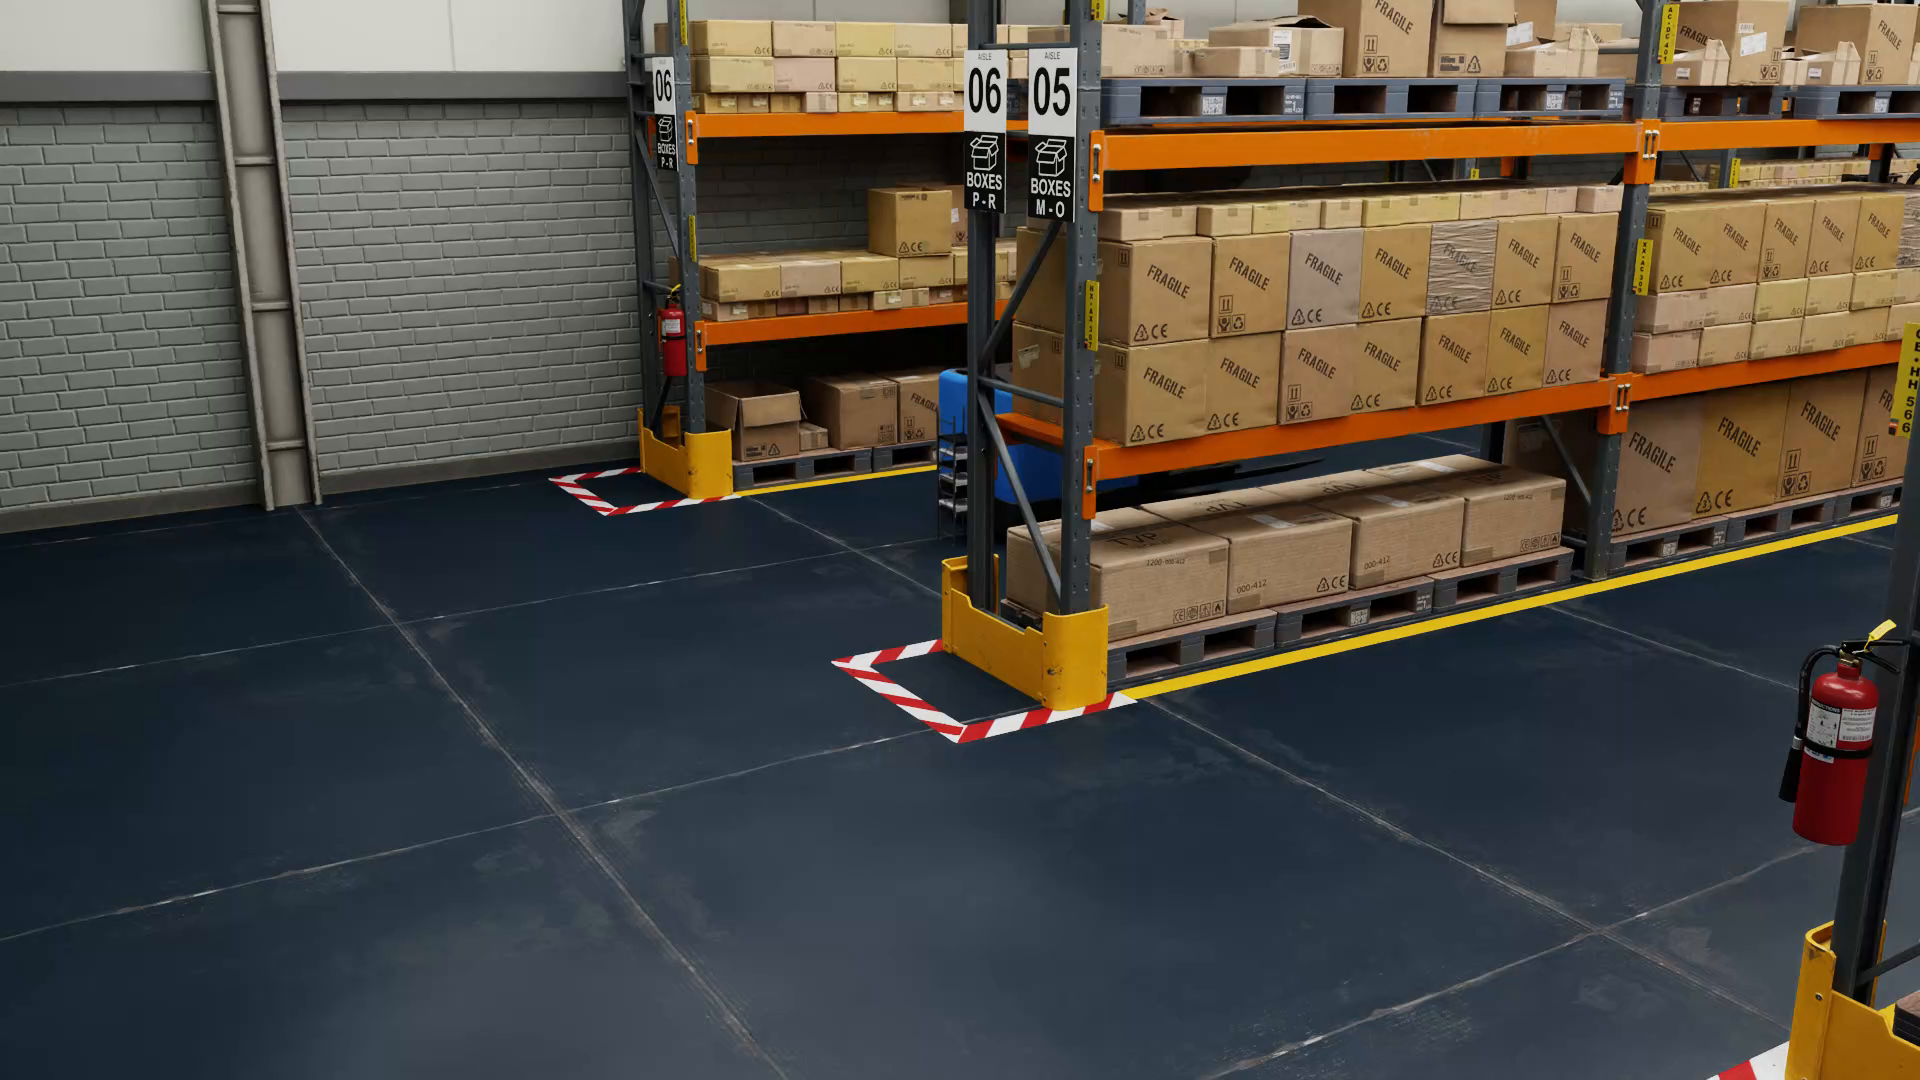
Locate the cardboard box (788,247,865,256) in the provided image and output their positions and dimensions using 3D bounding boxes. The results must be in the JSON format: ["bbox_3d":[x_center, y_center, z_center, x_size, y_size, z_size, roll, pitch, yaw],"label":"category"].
[{"bbox_3d":[-1.087,-2.224,13.512,0.500,0.250,0.500,-9,18,-28],"label":"cardboard box"}]

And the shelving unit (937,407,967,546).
[{"bbox_3d":[-0.007,-0.432,11.284,0.210,0.900,0.258,-9,18,-30],"label":"shelving unit"}]

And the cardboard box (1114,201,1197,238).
[{"bbox_3d":[0.980,-1.621,8.394,0.250,0.149,0.380,-9,18,-28],"label":"cardboard box"}]

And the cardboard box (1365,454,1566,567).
[{"bbox_3d":[3.181,-0.202,10.544,0.875,0.438,0.875,-10,18,-31],"label":"cardboard box"}]

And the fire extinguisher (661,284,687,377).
[{"bbox_3d":[-2.102,-1.544,12.195,0.183,0.674,0.296,-9,18,-30],"label":"fire extinguisher"}]

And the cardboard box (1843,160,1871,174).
[{"bbox_3d":[10.479,-4.354,19.447,0.250,0.149,0.380,-9,18,-28],"label":"cardboard box"}]

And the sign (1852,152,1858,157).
[{"bbox_3d":[11.220,-4.697,20.857,0.005,0.325,0.100,-9,18,-30],"label":"sign"}]

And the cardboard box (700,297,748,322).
[{"bbox_3d":[-1.791,-1.750,12.559,0.250,0.149,0.380,-9,18,-30],"label":"cardboard box"}]

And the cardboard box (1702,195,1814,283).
[{"bbox_3d":[5.152,-1.967,10.832,0.500,0.500,0.500,-10,18,-31],"label":"cardboard box"}]

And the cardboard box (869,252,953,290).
[{"bbox_3d":[-0.394,-2.177,13.347,0.500,0.250,0.500,-10,18,-31],"label":"cardboard box"}]

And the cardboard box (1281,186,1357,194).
[{"bbox_3d":[2.055,-1.947,9.559,0.250,0.149,0.380,-9,18,-30],"label":"cardboard box"}]

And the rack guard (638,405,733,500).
[{"bbox_3d":[-2.149,-0.695,12.964,0.348,0.500,1.175,-9,18,-30],"label":"rack guard"}]

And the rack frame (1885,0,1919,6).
[{"bbox_3d":[11.501,-7.001,19.713,0.127,3.000,1.000,-9,18,-30],"label":"rack frame"}]

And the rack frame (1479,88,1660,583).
[{"bbox_3d":[3.774,-1.296,10.477,0.127,3.000,1.000,-9,18,-30],"label":"rack frame"}]

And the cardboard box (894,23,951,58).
[{"bbox_3d":[-0.404,-3.860,12.868,0.500,0.250,0.500,-9,18,-28],"label":"cardboard box"}]

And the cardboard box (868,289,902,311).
[{"bbox_3d":[-0.661,-1.917,13.157,0.250,0.149,0.380,-10,18,-31],"label":"cardboard box"}]

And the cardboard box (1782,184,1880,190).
[{"bbox_3d":[6.234,-2.299,12.016,0.500,0.500,0.500,-9,18,-29],"label":"cardboard box"}]

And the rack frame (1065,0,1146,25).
[{"bbox_3d":[1.215,-5.333,13.763,0.127,3.000,1.000,-9,18,-30],"label":"rack frame"}]

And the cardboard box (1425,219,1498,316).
[{"bbox_3d":[2.641,-1.555,9.362,0.500,0.500,0.500,-9,18,-29],"label":"cardboard box"}]

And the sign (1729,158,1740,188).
[{"bbox_3d":[8.360,-3.952,17.951,0.005,0.325,0.100,-9,18,-30],"label":"sign"}]

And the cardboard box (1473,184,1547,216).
[{"bbox_3d":[3.173,-1.978,9.669,0.250,0.149,0.380,-9,18,-30],"label":"cardboard box"}]

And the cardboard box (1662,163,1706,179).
[{"bbox_3d":[8.190,-4.174,18.806,0.250,0.149,0.380,-9,18,-30],"label":"cardboard box"}]

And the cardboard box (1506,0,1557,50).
[{"bbox_3d":[3.162,-3.006,9.870,0.500,0.500,0.500,-9,18,-29],"label":"cardboard box"}]

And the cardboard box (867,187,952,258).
[{"bbox_3d":[-0.401,-2.530,13.214,0.500,0.500,0.500,-9,18,-28],"label":"cardboard box"}]

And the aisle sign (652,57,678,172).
[{"bbox_3d":[-2.121,-3.063,11.962,0.004,0.787,0.394,-9,18,-30],"label":"aisle sign"}]

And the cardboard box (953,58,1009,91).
[{"bbox_3d":[0.045,-3.691,13.191,0.500,0.250,0.500,-9,18,-29],"label":"cardboard box"}]

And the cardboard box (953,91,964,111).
[{"bbox_3d":[-0.058,-3.481,13.178,0.250,0.149,0.380,-9,18,-29],"label":"cardboard box"}]

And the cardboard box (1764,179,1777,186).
[{"bbox_3d":[8.911,-3.979,18.661,0.250,0.149,0.380,-9,18,-30],"label":"cardboard box"}]

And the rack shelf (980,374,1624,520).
[{"bbox_3d":[2.060,-0.672,9.583,4.000,0.370,1.077,-9,18,-30],"label":"rack shelf"}]

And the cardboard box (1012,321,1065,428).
[{"bbox_3d":[0.622,-0.917,8.938,0.500,0.500,0.500,-9,18,-29],"label":"cardboard box"}]

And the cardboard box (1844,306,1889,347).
[{"bbox_3d":[6.033,-1.509,11.513,0.500,0.250,0.500,-9,18,-30],"label":"cardboard box"}]

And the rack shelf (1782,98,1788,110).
[{"bbox_3d":[9.786,-4.932,19.224,4.000,0.370,1.077,-9,18,-30],"label":"rack shelf"}]

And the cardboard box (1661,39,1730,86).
[{"bbox_3d":[4.383,-2.867,9.993,0.258,0.266,0.396,-9,18,-30],"label":"cardboard box"}]

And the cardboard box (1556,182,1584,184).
[{"bbox_3d":[6.540,-3.753,17.853,0.250,0.149,0.380,-9,18,-30],"label":"cardboard box"}]

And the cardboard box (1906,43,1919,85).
[{"bbox_3d":[6.202,-3.162,11.046,0.258,0.266,0.396,-10,18,-31],"label":"cardboard box"}]

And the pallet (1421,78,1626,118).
[{"bbox_3d":[3.067,-2.587,9.687,1.213,0.211,1.003,-9,18,-30],"label":"pallet"}]

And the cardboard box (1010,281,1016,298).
[{"bbox_3d":[0.410,-2.107,13.836,0.250,0.149,0.380,-9,18,-28],"label":"cardboard box"}]

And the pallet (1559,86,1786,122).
[{"bbox_3d":[4.535,-2.787,10.594,1.217,0.209,0.805,-10,19,-32],"label":"pallet"}]

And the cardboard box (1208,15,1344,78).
[{"bbox_3d":[1.654,-2.589,8.732,0.500,0.311,0.500,-9,18,-29],"label":"cardboard box"}]

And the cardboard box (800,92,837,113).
[{"bbox_3d":[-1.115,-3.287,12.487,0.250,0.149,0.380,-9,18,-29],"label":"cardboard box"}]

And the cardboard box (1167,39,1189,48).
[{"bbox_3d":[1.696,-4.101,13.877,0.250,0.149,0.380,-9,18,-28],"label":"cardboard box"}]

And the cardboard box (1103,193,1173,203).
[{"bbox_3d":[0.933,-1.775,8.944,0.250,0.149,0.380,-9,18,-30],"label":"cardboard box"}]

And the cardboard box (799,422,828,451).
[{"bbox_3d":[-1.257,-0.831,13.321,0.250,0.149,0.380,-10,19,-32],"label":"cardboard box"}]

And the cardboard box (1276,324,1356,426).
[{"bbox_3d":[1.769,-0.932,8.993,0.500,0.500,0.500,-9,18,-30],"label":"cardboard box"}]

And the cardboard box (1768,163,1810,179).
[{"bbox_3d":[9.372,-4.185,18.843,0.250,0.149,0.380,-10,18,-31],"label":"cardboard box"}]

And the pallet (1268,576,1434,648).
[{"bbox_3d":[2.035,0.305,9.932,1.213,0.211,1.003,-9,18,-30],"label":"pallet"}]

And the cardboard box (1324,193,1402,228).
[{"bbox_3d":[2.143,-1.773,8.940,0.250,0.149,0.380,-10,18,-31],"label":"cardboard box"}]

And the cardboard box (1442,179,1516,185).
[{"bbox_3d":[3.158,-2.115,10.159,0.250,0.149,0.380,-9,18,-29],"label":"cardboard box"}]

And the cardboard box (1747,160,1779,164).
[{"bbox_3d":[9.304,-4.345,19.414,0.250,0.149,0.380,-9,18,-30],"label":"cardboard box"}]

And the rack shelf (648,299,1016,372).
[{"bbox_3d":[-0.500,-1.820,13.678,4.000,0.370,1.077,-9,18,-30],"label":"rack shelf"}]

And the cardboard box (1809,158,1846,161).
[{"bbox_3d":[10.422,-4.519,20.037,0.250,0.149,0.380,-9,18,-29],"label":"cardboard box"}]

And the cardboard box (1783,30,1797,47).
[{"bbox_3d":[9.796,-5.547,18.929,0.637,0.503,0.797,-9,18,-28],"label":"cardboard box"}]

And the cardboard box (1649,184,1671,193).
[{"bbox_3d":[7.288,-3.689,17.625,0.250,0.149,0.380,-10,18,-31],"label":"cardboard box"}]

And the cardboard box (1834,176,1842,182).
[{"bbox_3d":[10.000,-4.162,19.313,0.250,0.149,0.380,-9,18,-30],"label":"cardboard box"}]

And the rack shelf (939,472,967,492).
[{"bbox_3d":[-0.007,-0.400,11.293,0.200,0.077,0.258,-9,18,-30],"label":"rack shelf"}]

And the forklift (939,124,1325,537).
[{"bbox_3d":[1.356,-1.680,11.972,3.031,2.935,1.130,-10,18,-31],"label":"forklift"}]

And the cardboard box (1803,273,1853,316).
[{"bbox_3d":[5.608,-1.675,11.178,0.500,0.250,0.500,-10,18,-31],"label":"cardboard box"}]
